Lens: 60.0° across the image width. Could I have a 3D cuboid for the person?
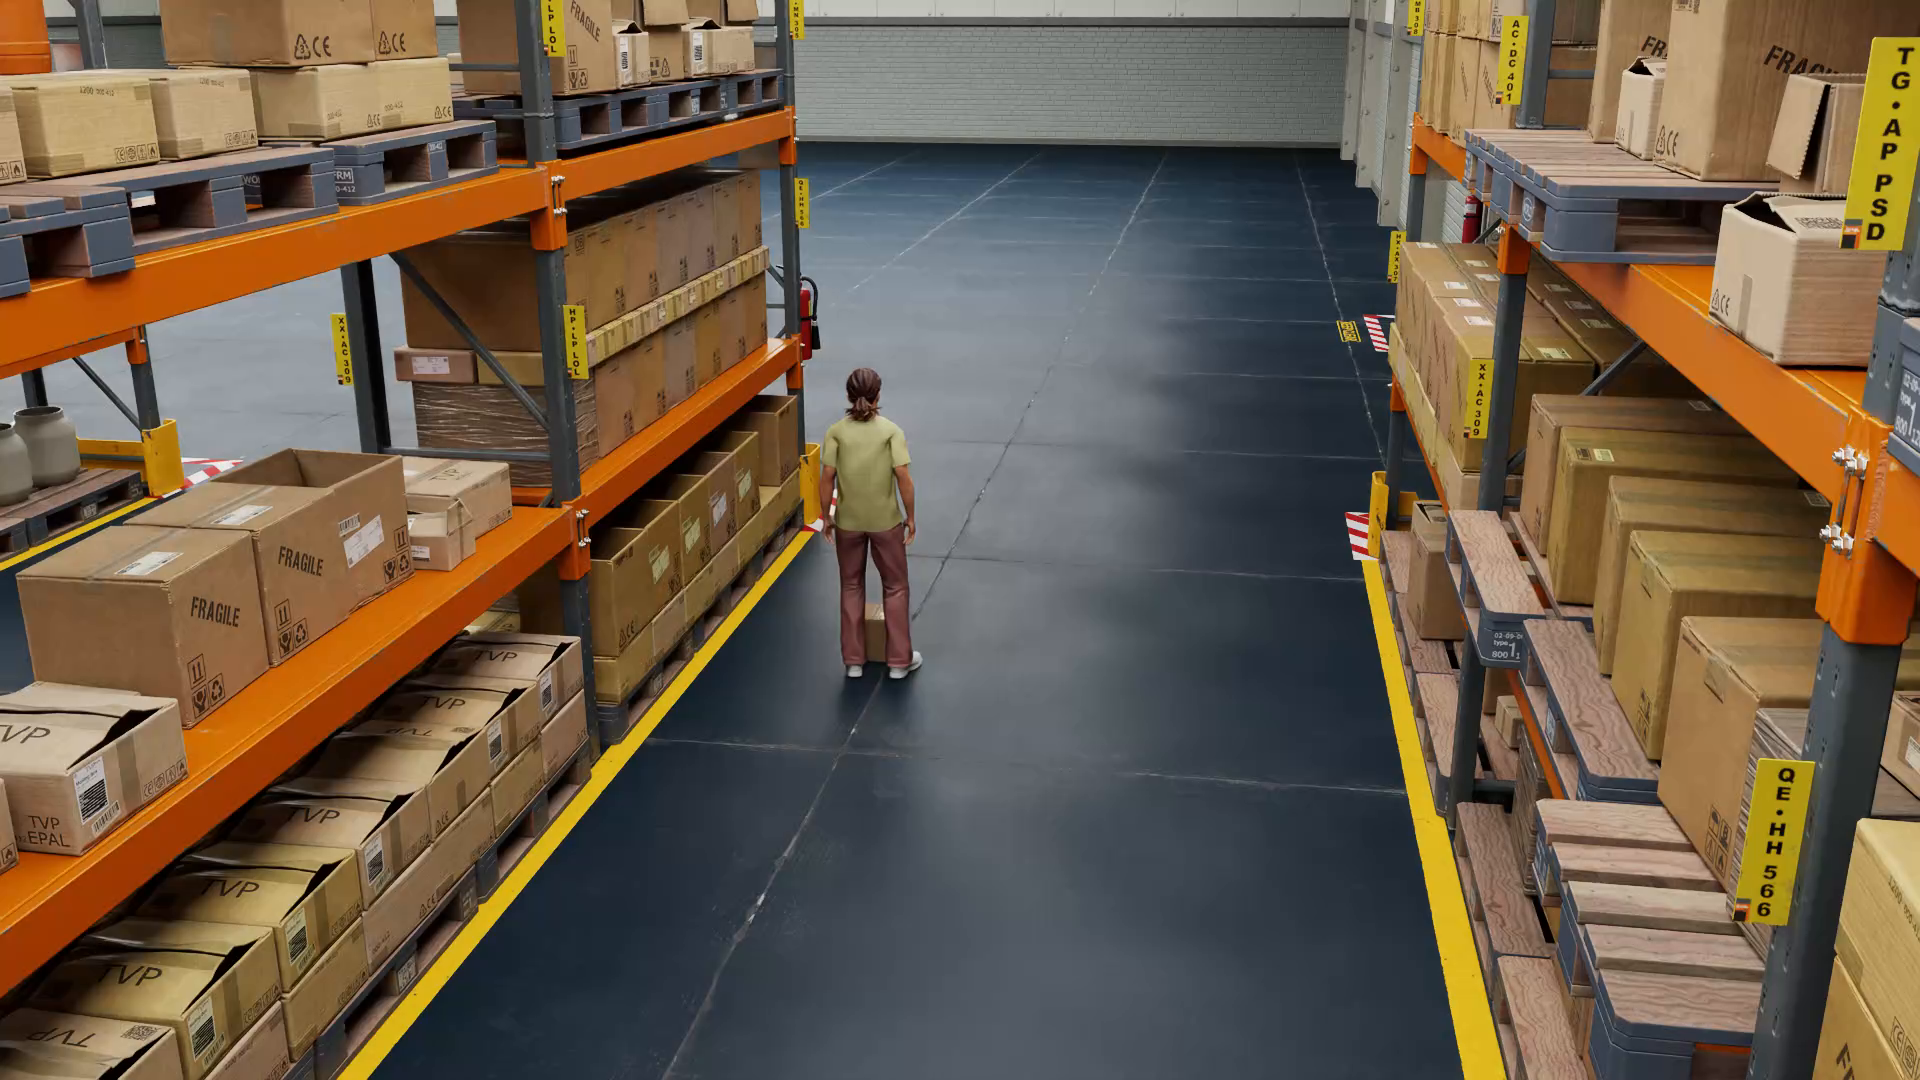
[{"bbox_3d":[-0.479,-0.083,8.814,0.522,1.672,0.355,2,18,5],"label":"person"}]
